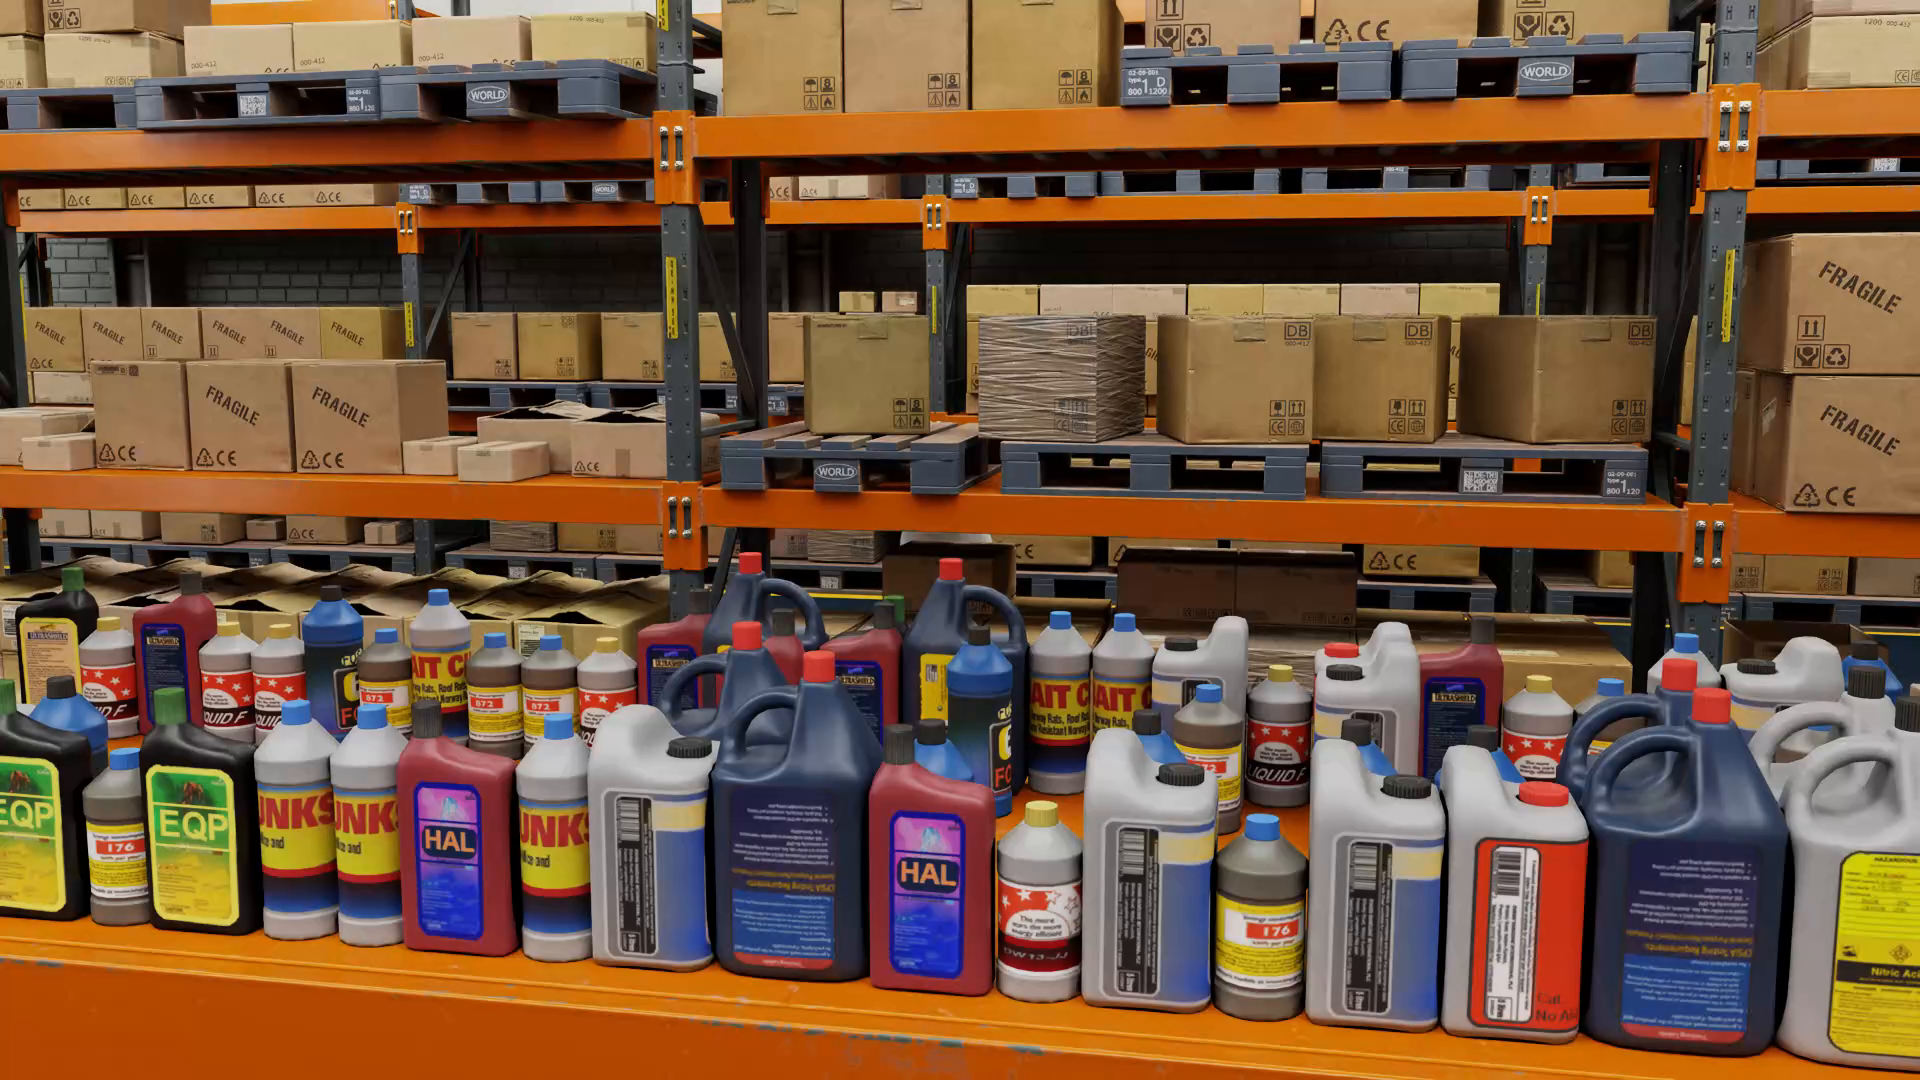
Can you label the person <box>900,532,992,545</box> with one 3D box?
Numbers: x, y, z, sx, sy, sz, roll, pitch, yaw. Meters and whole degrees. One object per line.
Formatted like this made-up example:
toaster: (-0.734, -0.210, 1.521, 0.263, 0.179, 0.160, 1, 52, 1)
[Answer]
person: (-0.057, 0.029, 10.246, 0.571, 1.209, 0.926, 1, 8, 9)
